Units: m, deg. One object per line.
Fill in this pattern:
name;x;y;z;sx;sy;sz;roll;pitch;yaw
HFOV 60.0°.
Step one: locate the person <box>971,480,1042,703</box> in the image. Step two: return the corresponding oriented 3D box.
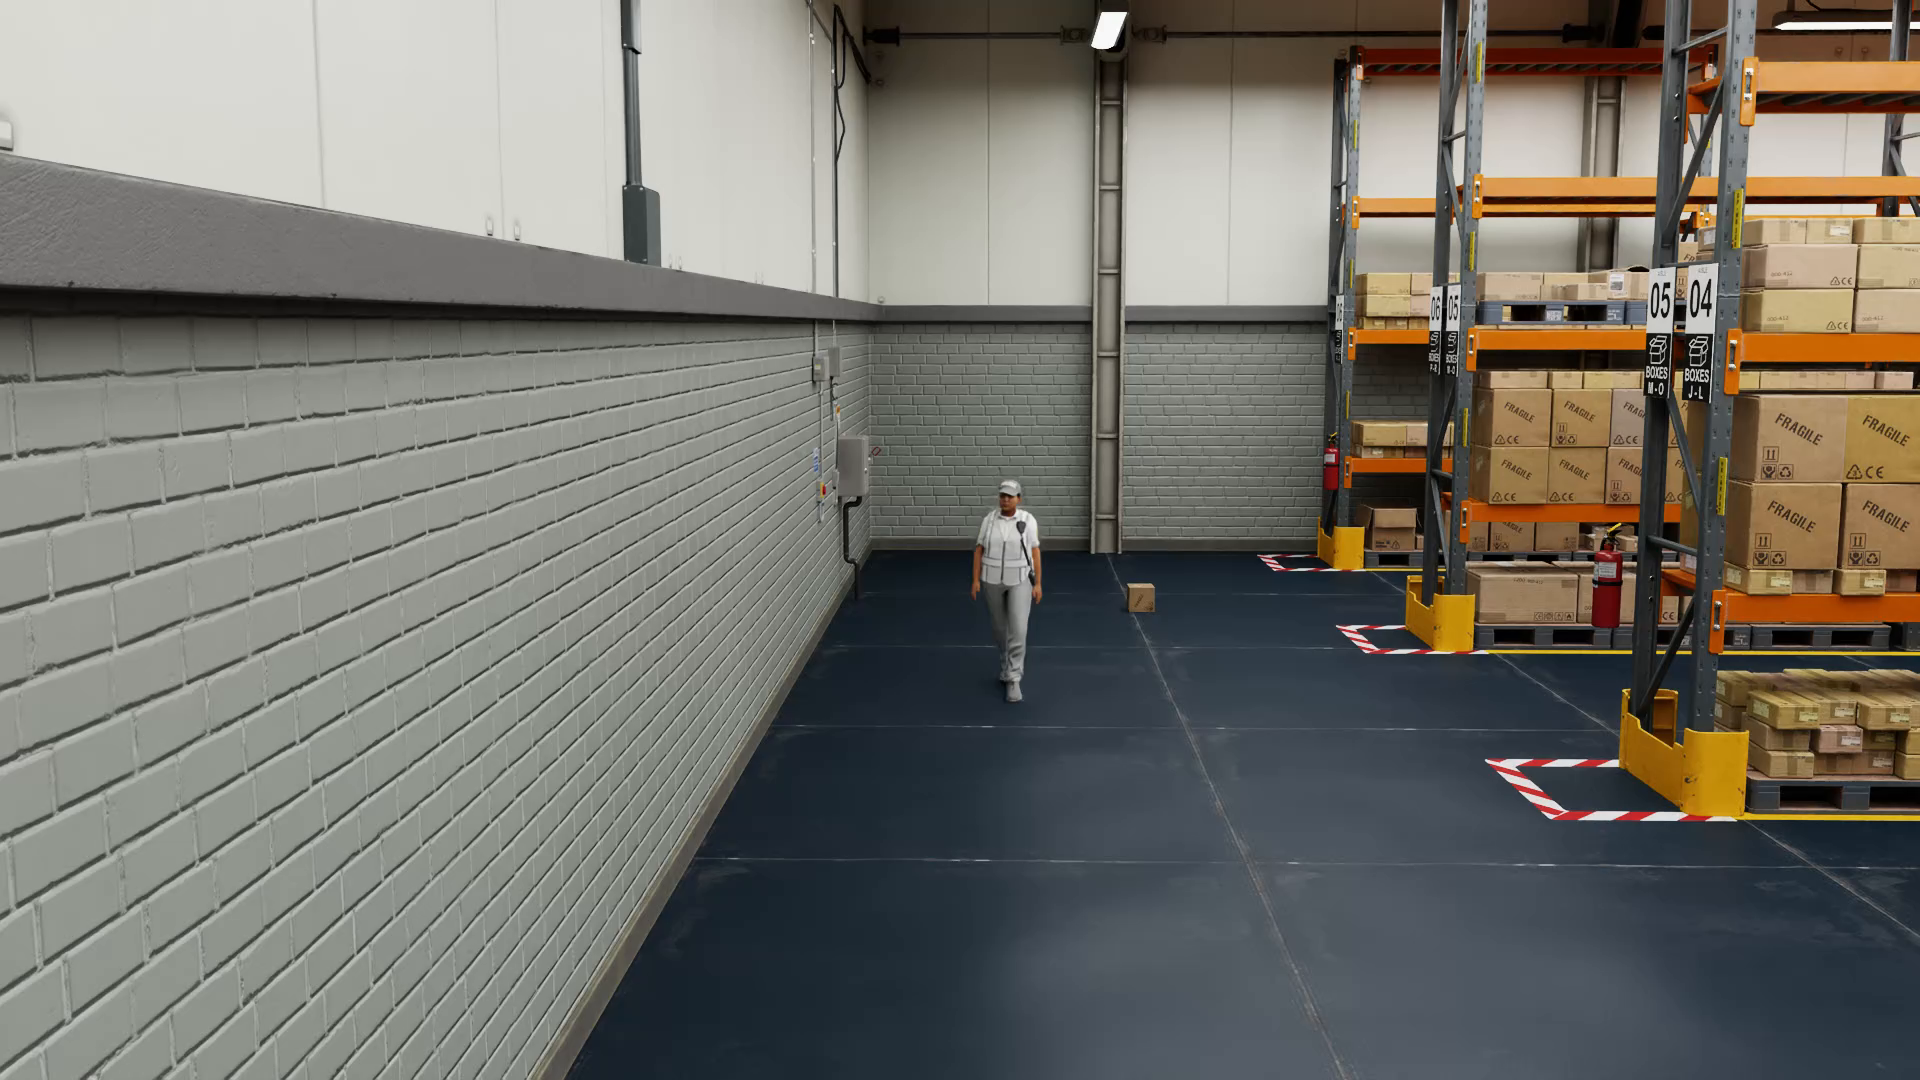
person;0.345;0.358;12.960;0.512;1.649;0.865;2;8;15
